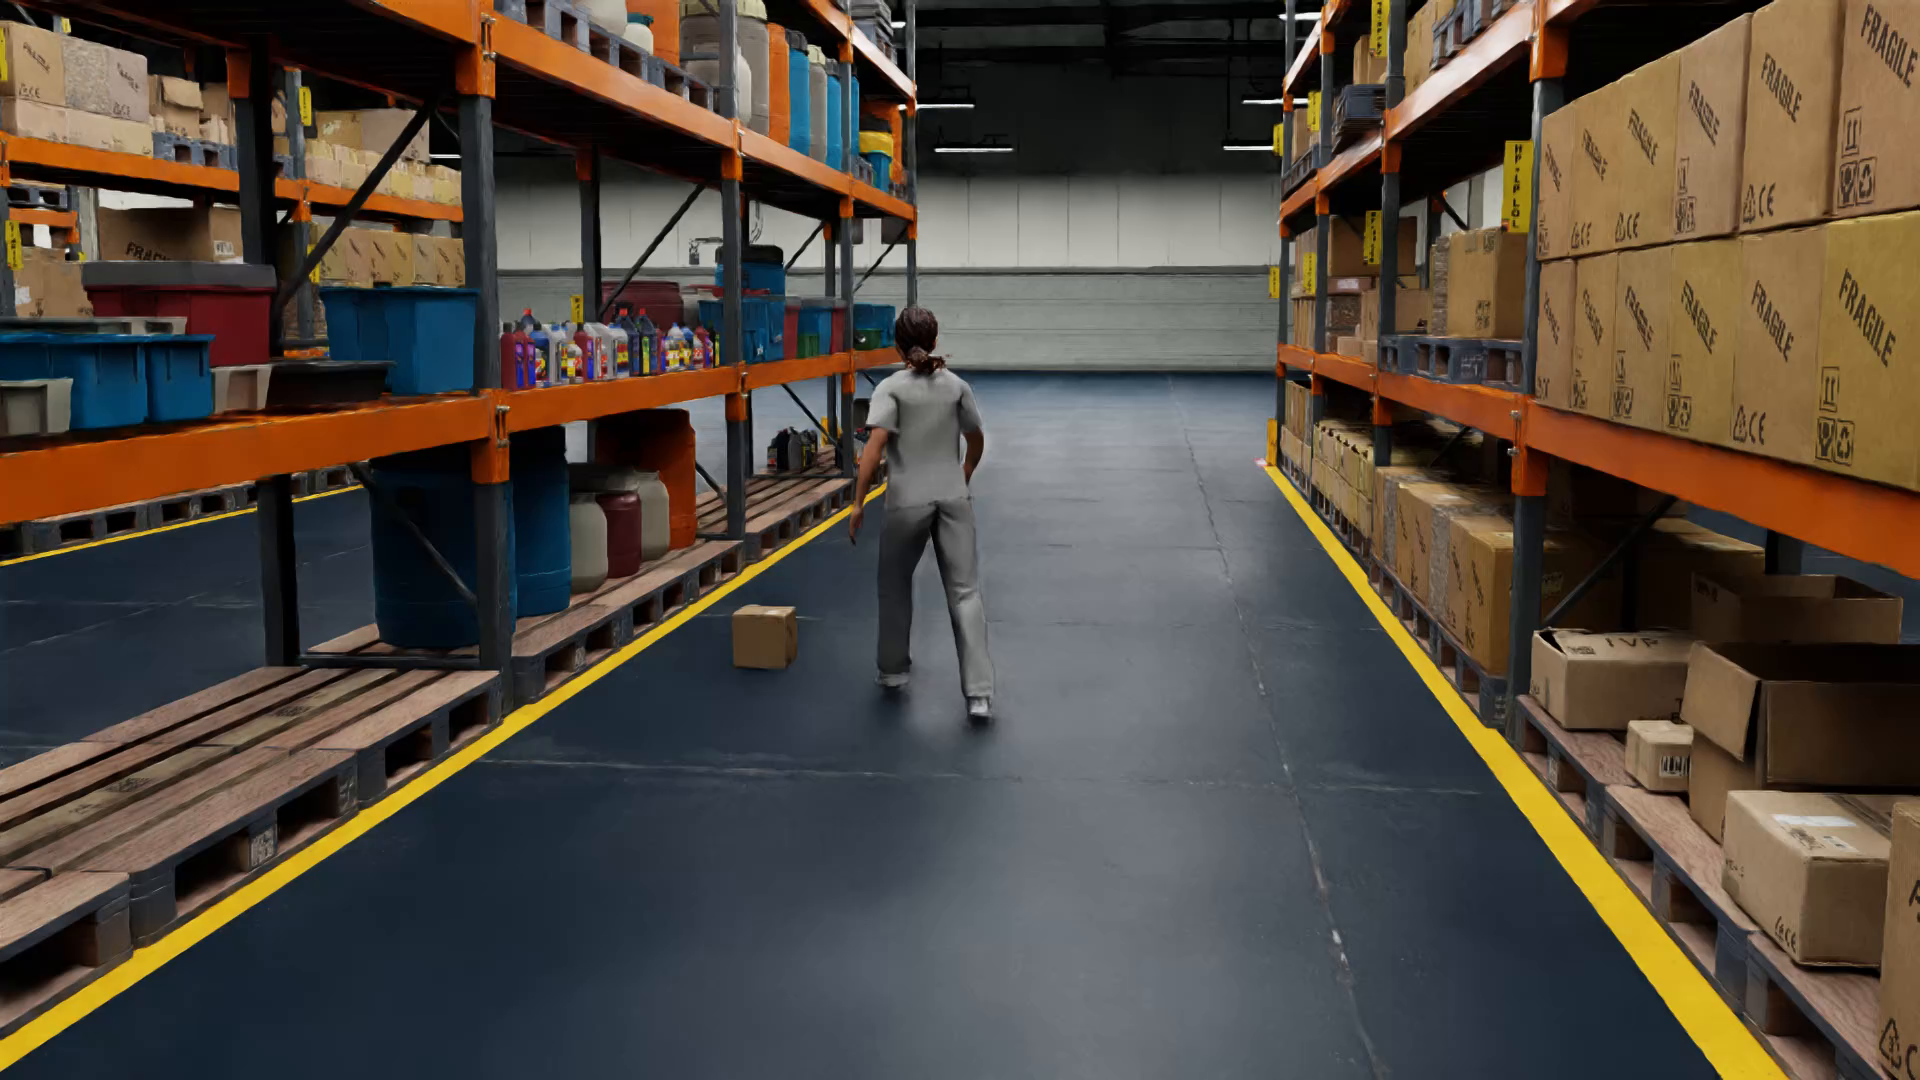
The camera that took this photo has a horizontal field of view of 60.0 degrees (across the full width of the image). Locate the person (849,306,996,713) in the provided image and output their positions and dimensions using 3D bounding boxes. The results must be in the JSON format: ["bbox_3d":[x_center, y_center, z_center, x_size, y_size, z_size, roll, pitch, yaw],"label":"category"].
[{"bbox_3d":[-0.194,-0.137,6.850,0.629,1.639,0.915,-3,8,-19],"label":"person"}]
